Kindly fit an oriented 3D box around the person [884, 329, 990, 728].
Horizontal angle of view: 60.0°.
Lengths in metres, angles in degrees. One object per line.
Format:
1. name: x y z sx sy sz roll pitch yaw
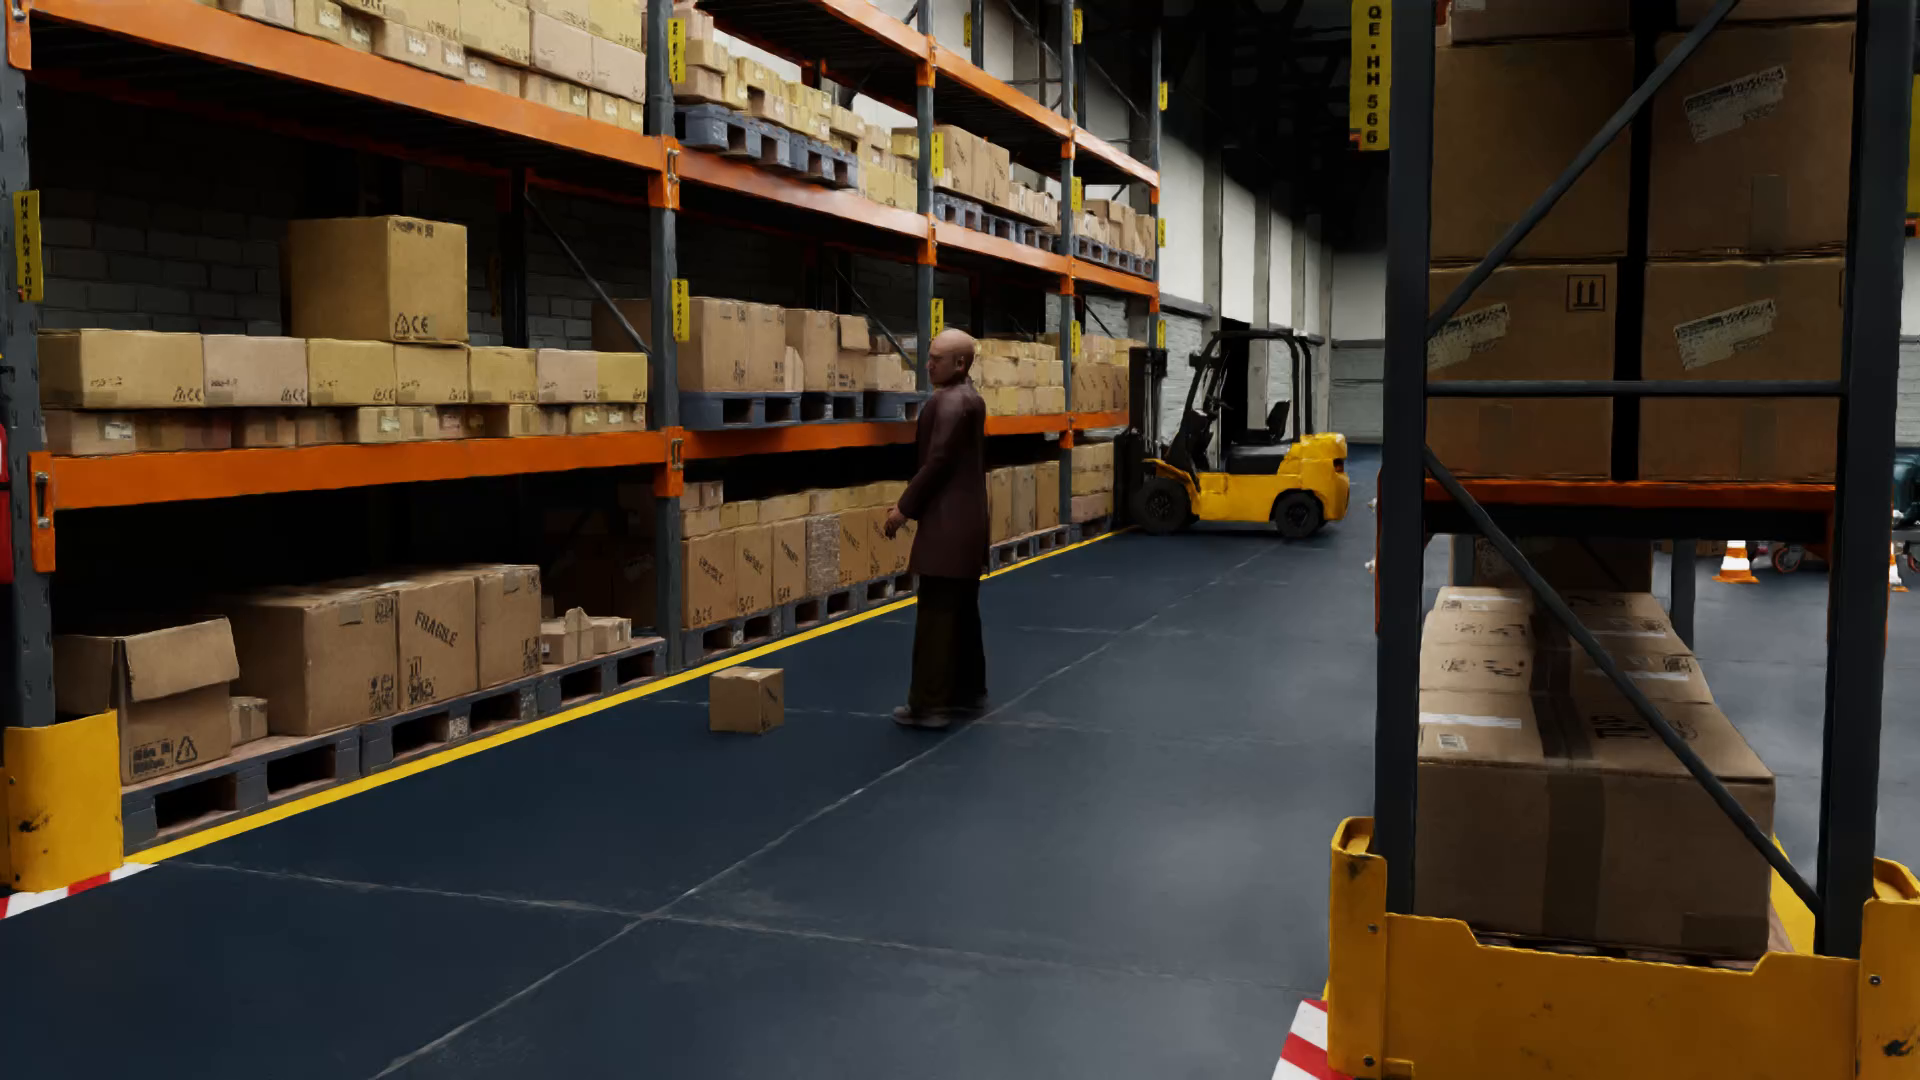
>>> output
1. person: -0.098 0.035 7.562 0.466 1.591 0.650 1 5 9
